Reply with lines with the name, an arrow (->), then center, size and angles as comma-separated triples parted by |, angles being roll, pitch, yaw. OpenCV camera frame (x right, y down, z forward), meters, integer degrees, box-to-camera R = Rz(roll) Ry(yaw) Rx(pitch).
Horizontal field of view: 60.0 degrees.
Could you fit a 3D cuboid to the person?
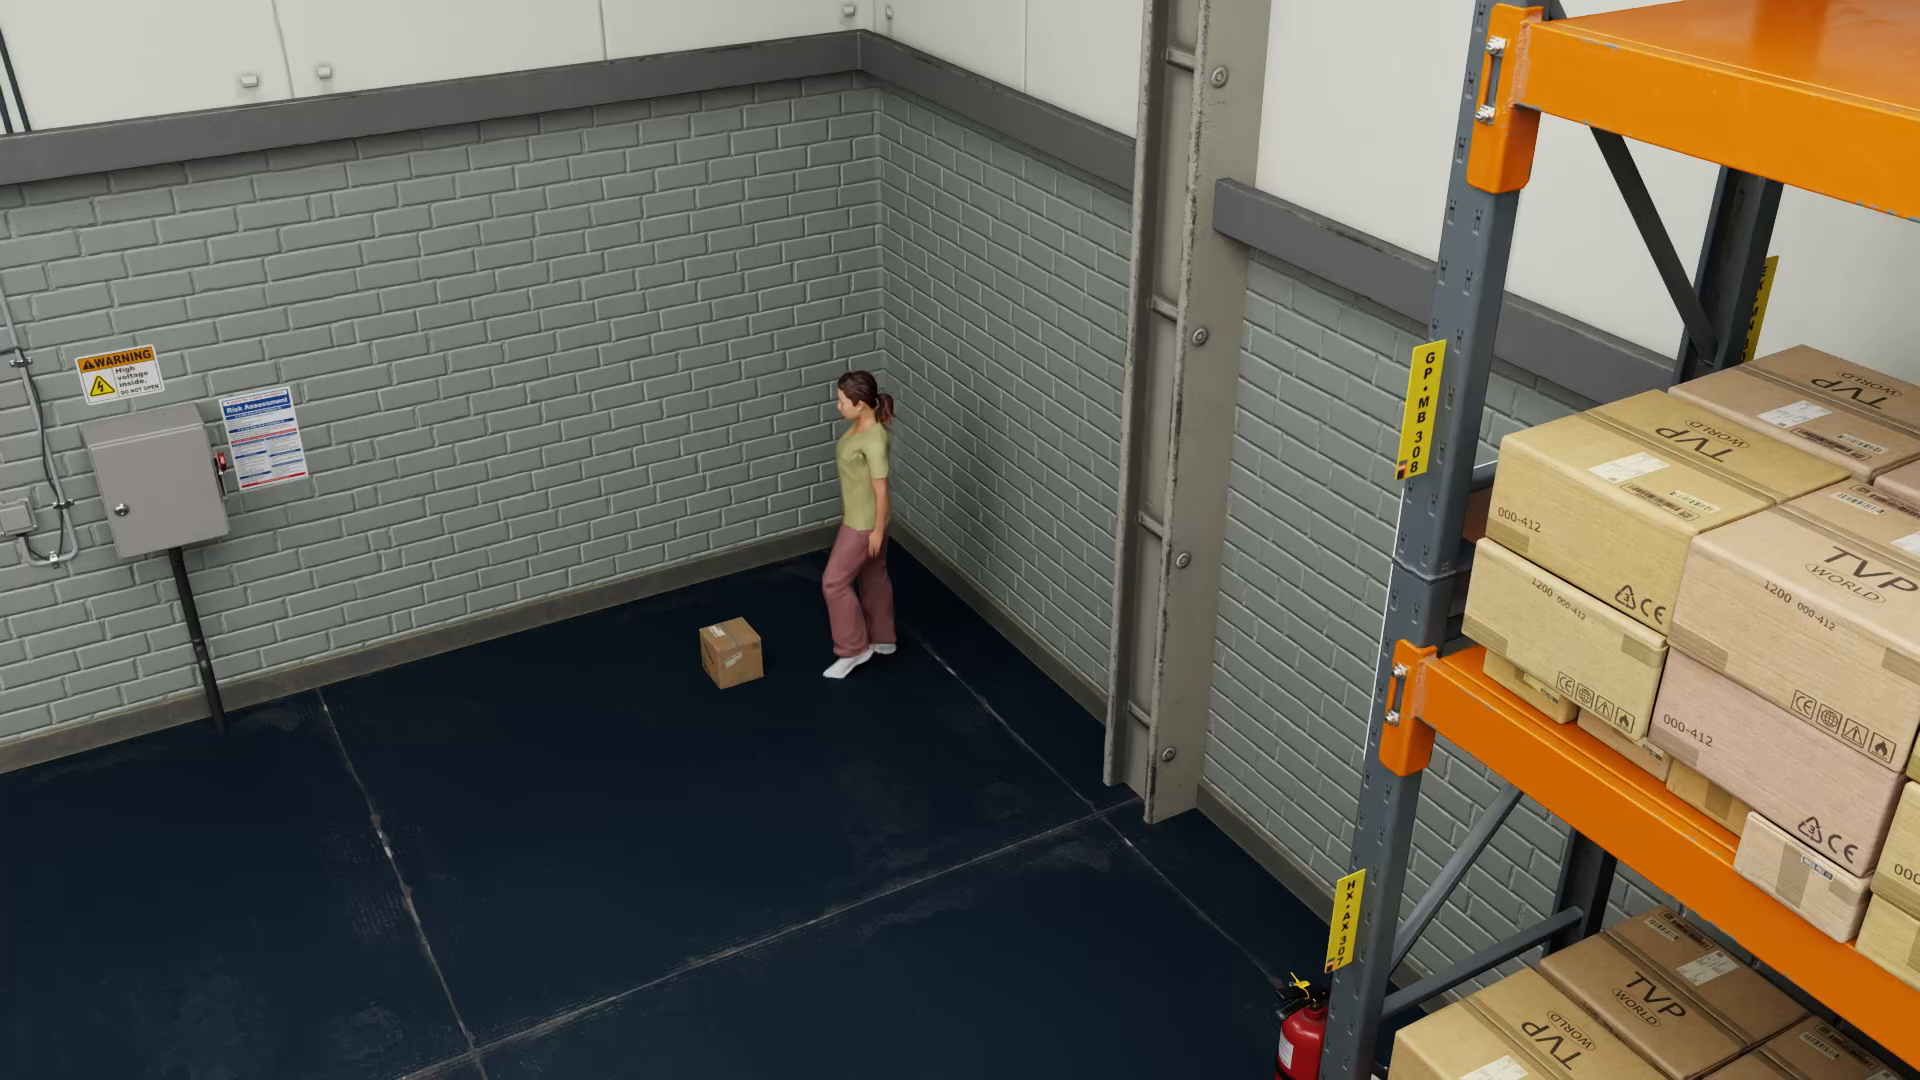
person -> -0.538, -0.091, 8.741 | 0.446, 1.721, 0.457 | -2, 29, -4
